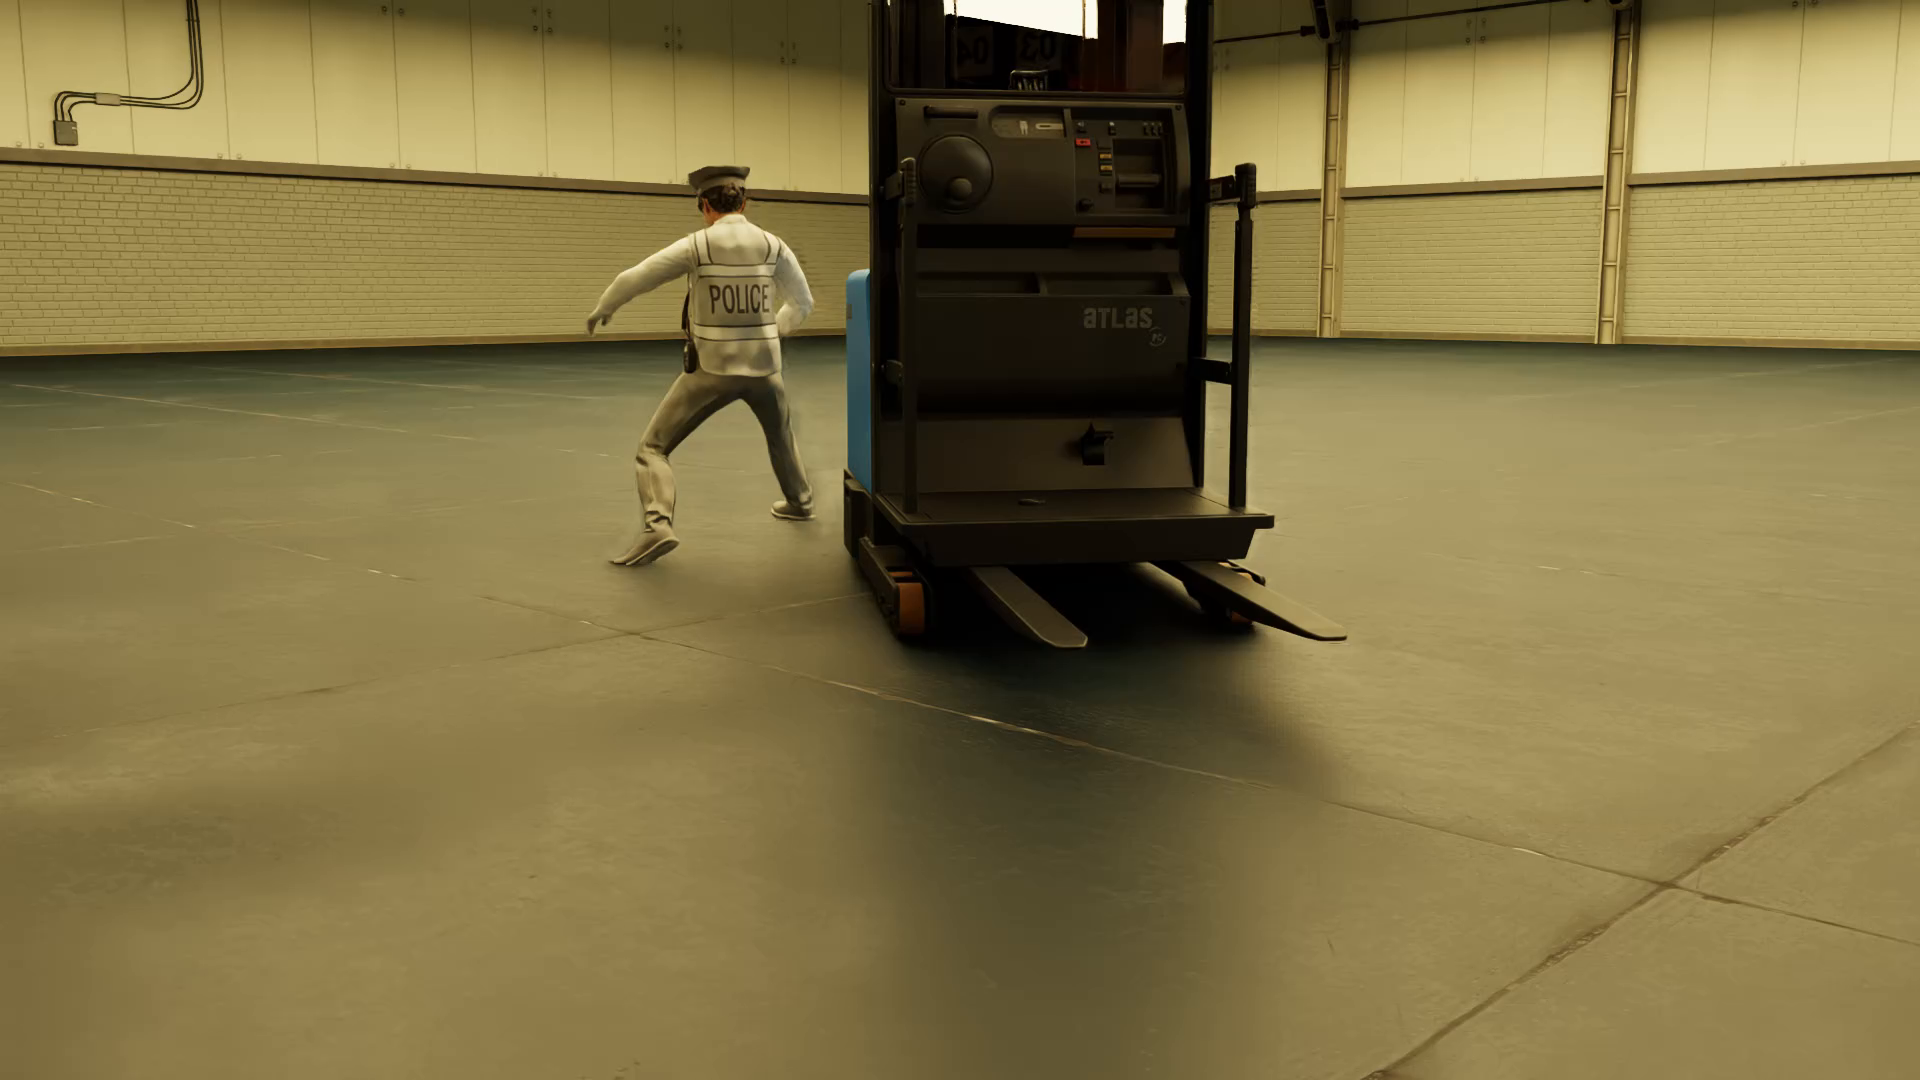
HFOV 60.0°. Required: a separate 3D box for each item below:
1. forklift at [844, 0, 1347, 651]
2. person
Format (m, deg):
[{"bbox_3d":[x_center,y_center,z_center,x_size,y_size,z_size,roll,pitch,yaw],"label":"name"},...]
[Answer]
[{"bbox_3d":[0.298,-1.223,4.993,1.130,2.935,3.031,-1,9,-9],"label":"forklift"},{"bbox_3d":[-0.973,-0.702,6.564,1.056,1.514,0.966,-5,10,-28],"label":"person"}]
